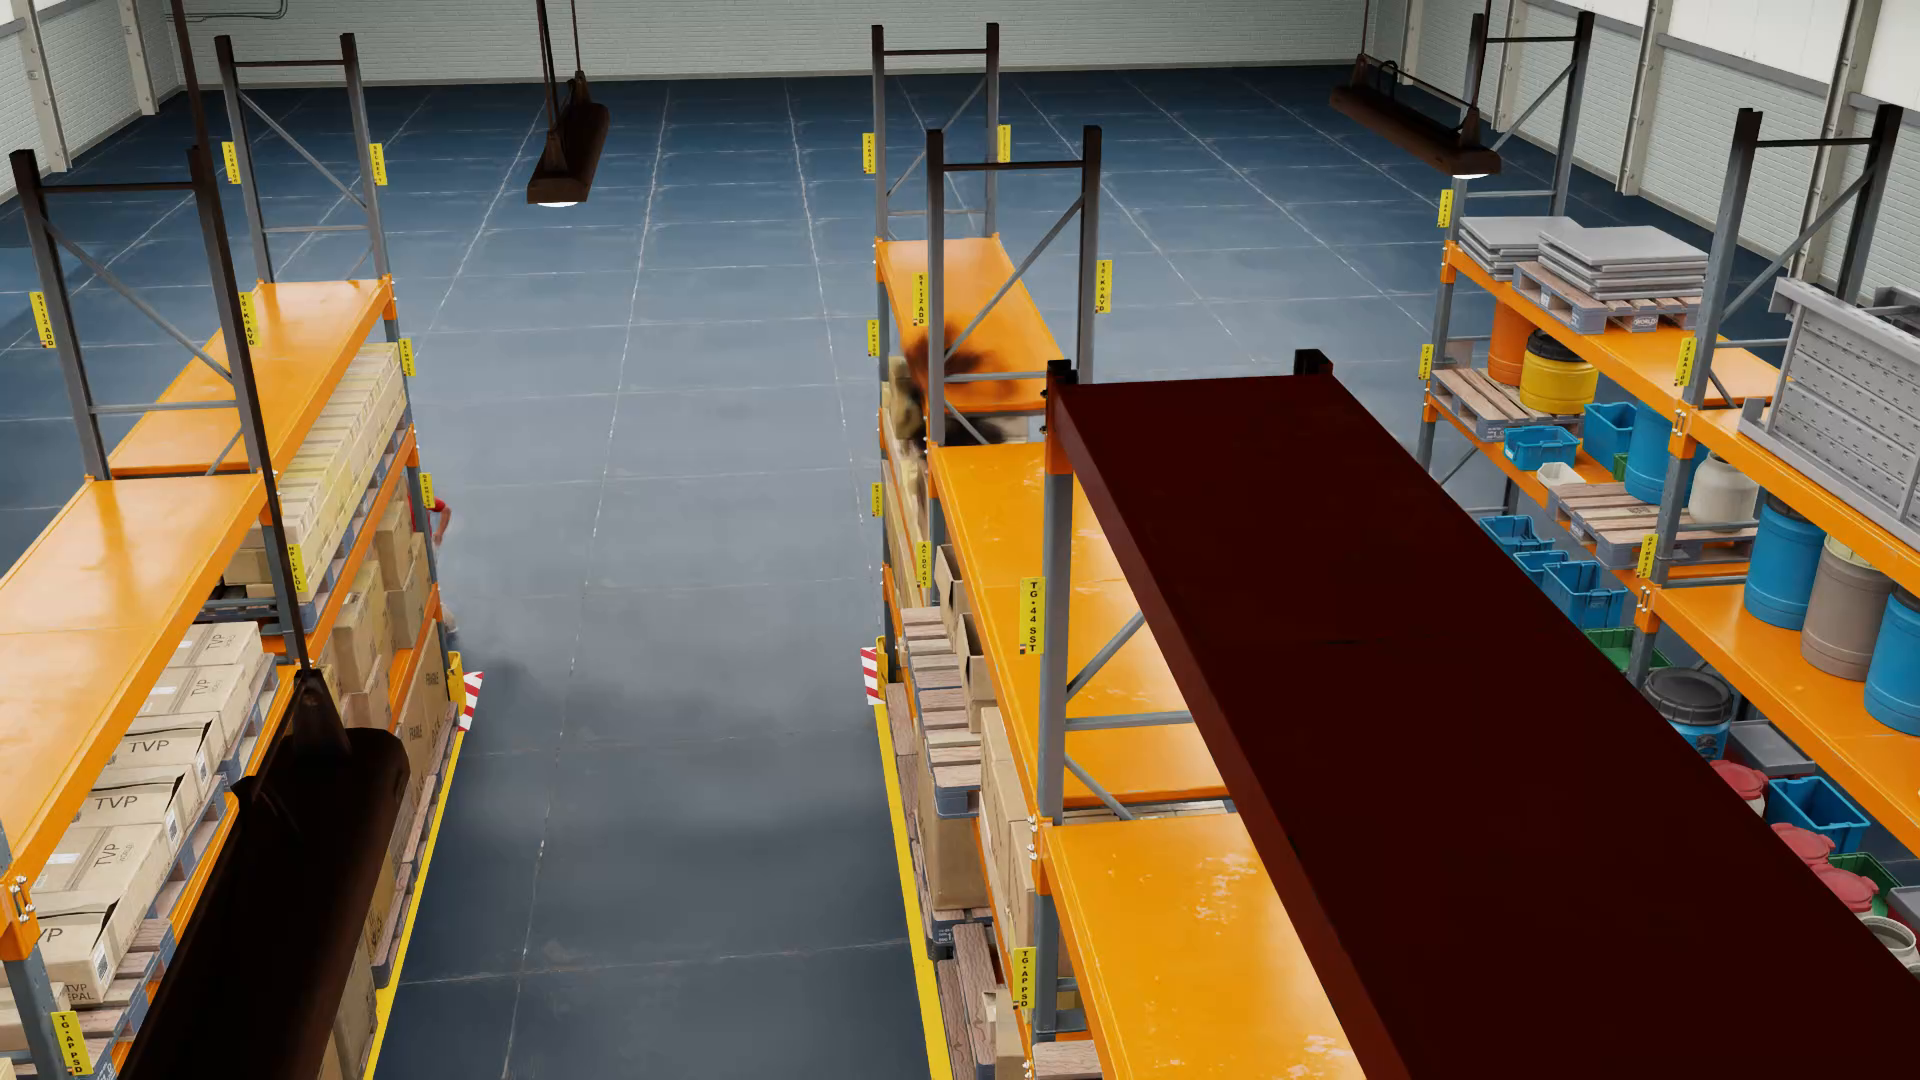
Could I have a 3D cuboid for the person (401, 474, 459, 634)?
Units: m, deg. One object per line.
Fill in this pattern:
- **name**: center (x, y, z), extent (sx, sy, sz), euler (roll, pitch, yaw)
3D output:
- **person**: center (-5.316, 0.161, 16.233), extent (0.738, 1.749, 0.665), euler (9, 27, 18)
